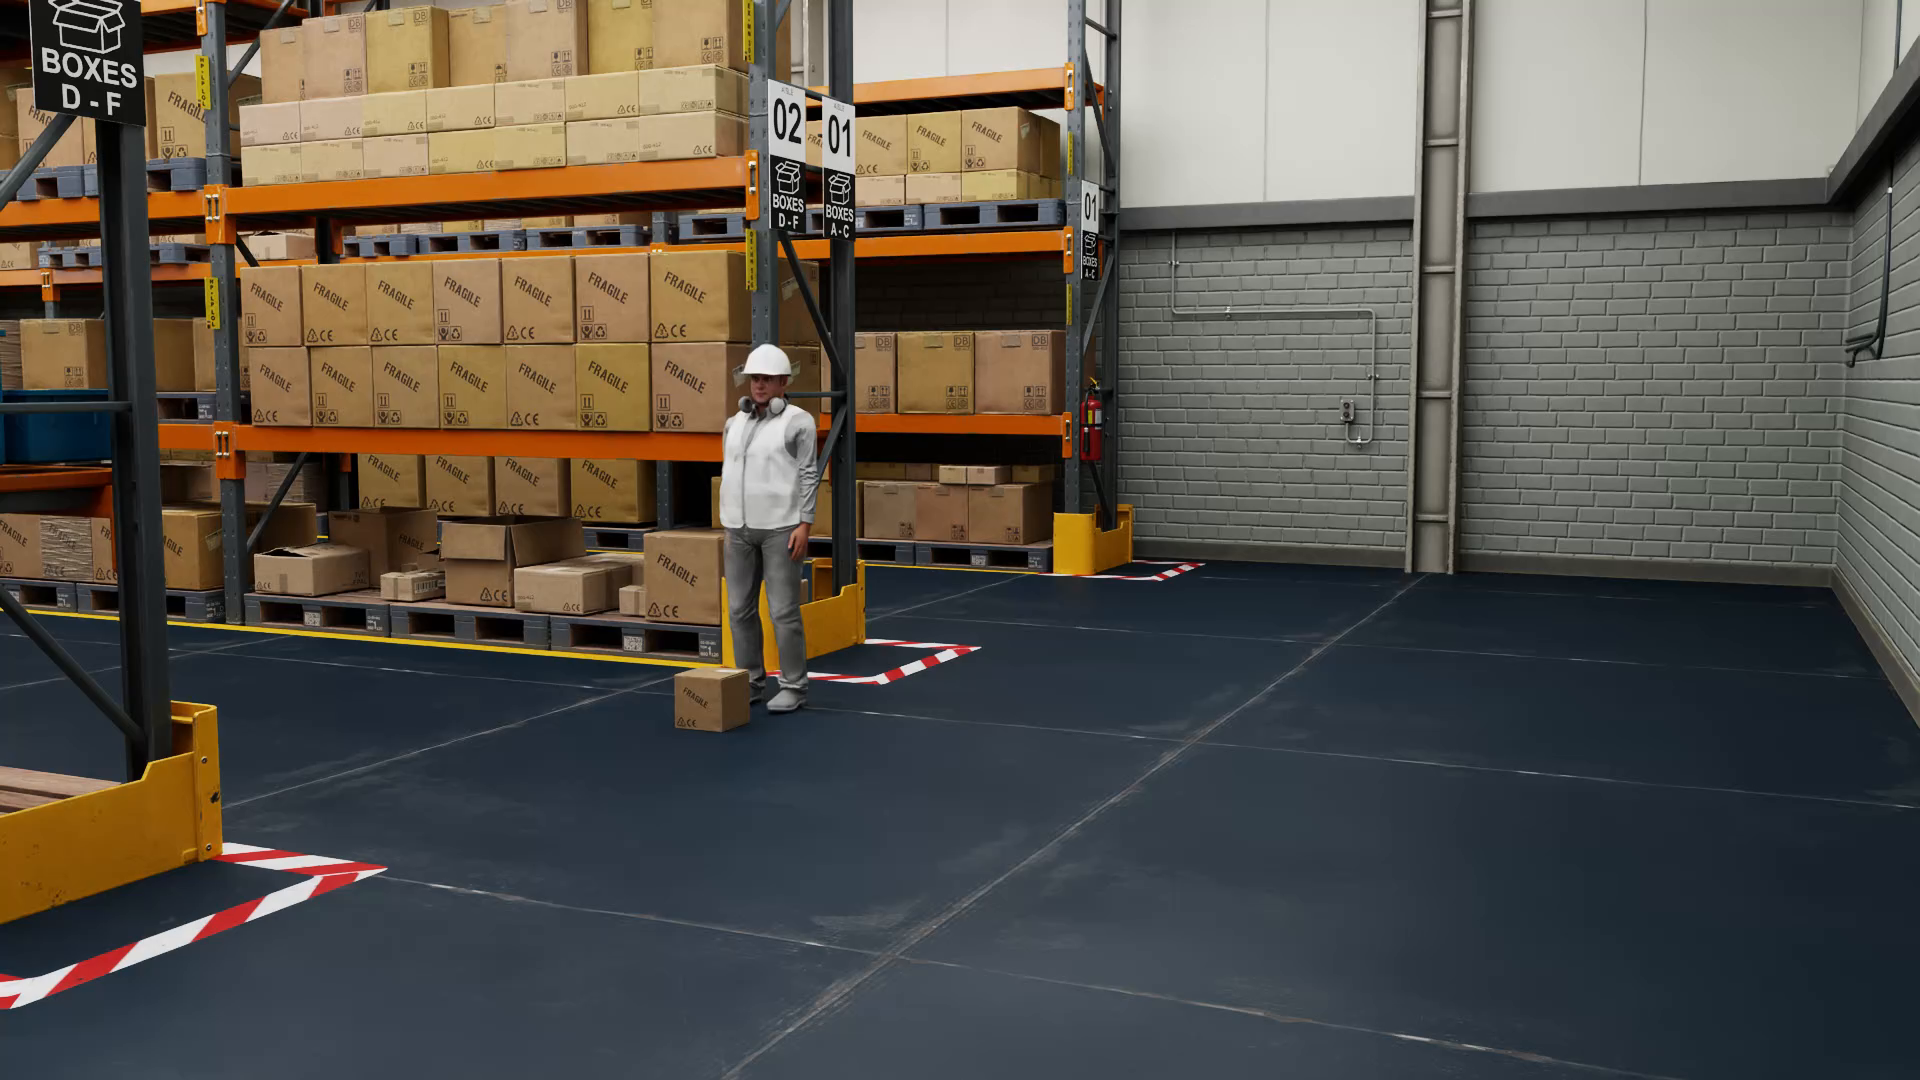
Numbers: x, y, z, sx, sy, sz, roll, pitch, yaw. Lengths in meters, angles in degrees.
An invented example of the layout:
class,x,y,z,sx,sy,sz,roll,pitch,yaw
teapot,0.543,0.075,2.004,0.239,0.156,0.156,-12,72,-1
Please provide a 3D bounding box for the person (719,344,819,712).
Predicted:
class,x,y,z,sx,sy,sz,roll,pitch,yaw
person,-0.935,-0.062,8.064,0.532,1.766,0.360,3,6,25
